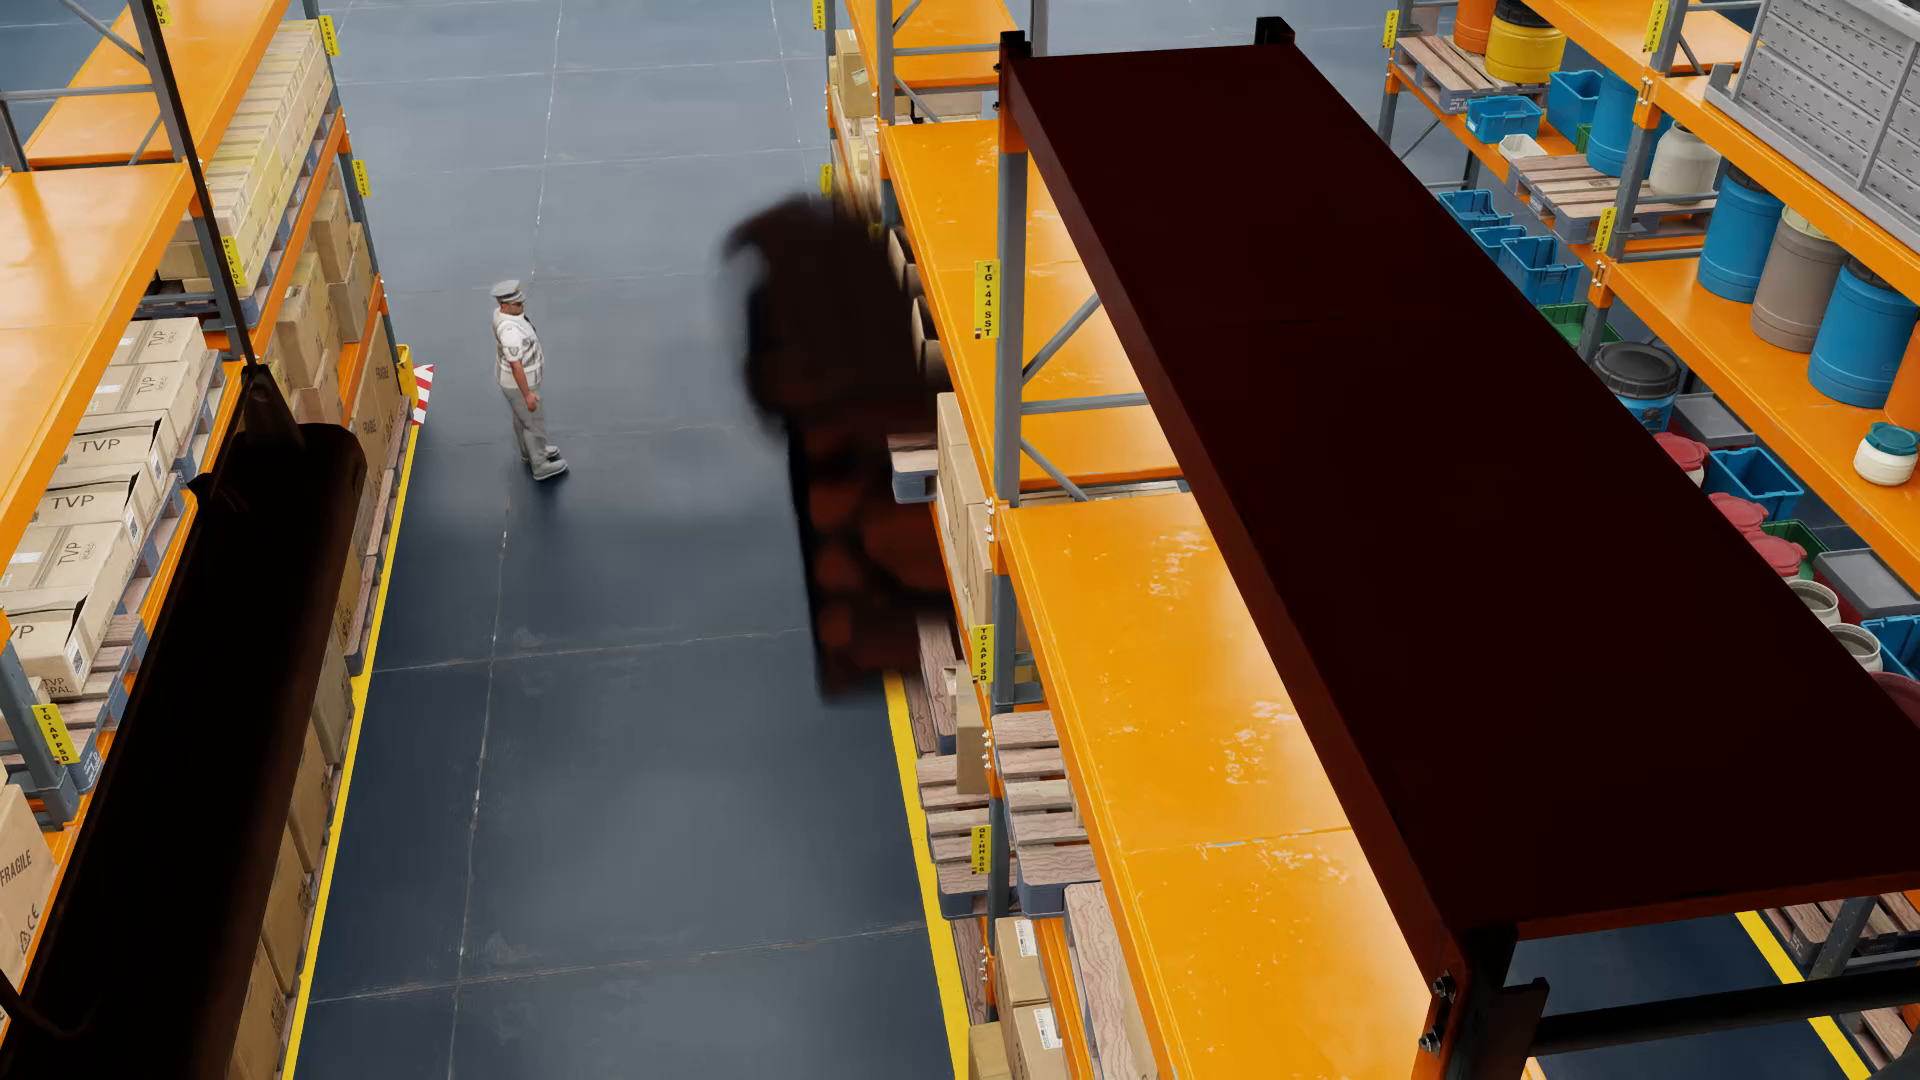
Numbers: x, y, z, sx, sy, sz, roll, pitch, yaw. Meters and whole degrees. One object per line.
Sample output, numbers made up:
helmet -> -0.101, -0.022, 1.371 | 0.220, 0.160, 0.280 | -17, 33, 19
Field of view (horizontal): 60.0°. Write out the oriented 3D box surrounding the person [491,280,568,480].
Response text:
person -> -3.605, -1.334, 13.772 | 0.451, 1.760, 0.582 | -14, 38, -18
